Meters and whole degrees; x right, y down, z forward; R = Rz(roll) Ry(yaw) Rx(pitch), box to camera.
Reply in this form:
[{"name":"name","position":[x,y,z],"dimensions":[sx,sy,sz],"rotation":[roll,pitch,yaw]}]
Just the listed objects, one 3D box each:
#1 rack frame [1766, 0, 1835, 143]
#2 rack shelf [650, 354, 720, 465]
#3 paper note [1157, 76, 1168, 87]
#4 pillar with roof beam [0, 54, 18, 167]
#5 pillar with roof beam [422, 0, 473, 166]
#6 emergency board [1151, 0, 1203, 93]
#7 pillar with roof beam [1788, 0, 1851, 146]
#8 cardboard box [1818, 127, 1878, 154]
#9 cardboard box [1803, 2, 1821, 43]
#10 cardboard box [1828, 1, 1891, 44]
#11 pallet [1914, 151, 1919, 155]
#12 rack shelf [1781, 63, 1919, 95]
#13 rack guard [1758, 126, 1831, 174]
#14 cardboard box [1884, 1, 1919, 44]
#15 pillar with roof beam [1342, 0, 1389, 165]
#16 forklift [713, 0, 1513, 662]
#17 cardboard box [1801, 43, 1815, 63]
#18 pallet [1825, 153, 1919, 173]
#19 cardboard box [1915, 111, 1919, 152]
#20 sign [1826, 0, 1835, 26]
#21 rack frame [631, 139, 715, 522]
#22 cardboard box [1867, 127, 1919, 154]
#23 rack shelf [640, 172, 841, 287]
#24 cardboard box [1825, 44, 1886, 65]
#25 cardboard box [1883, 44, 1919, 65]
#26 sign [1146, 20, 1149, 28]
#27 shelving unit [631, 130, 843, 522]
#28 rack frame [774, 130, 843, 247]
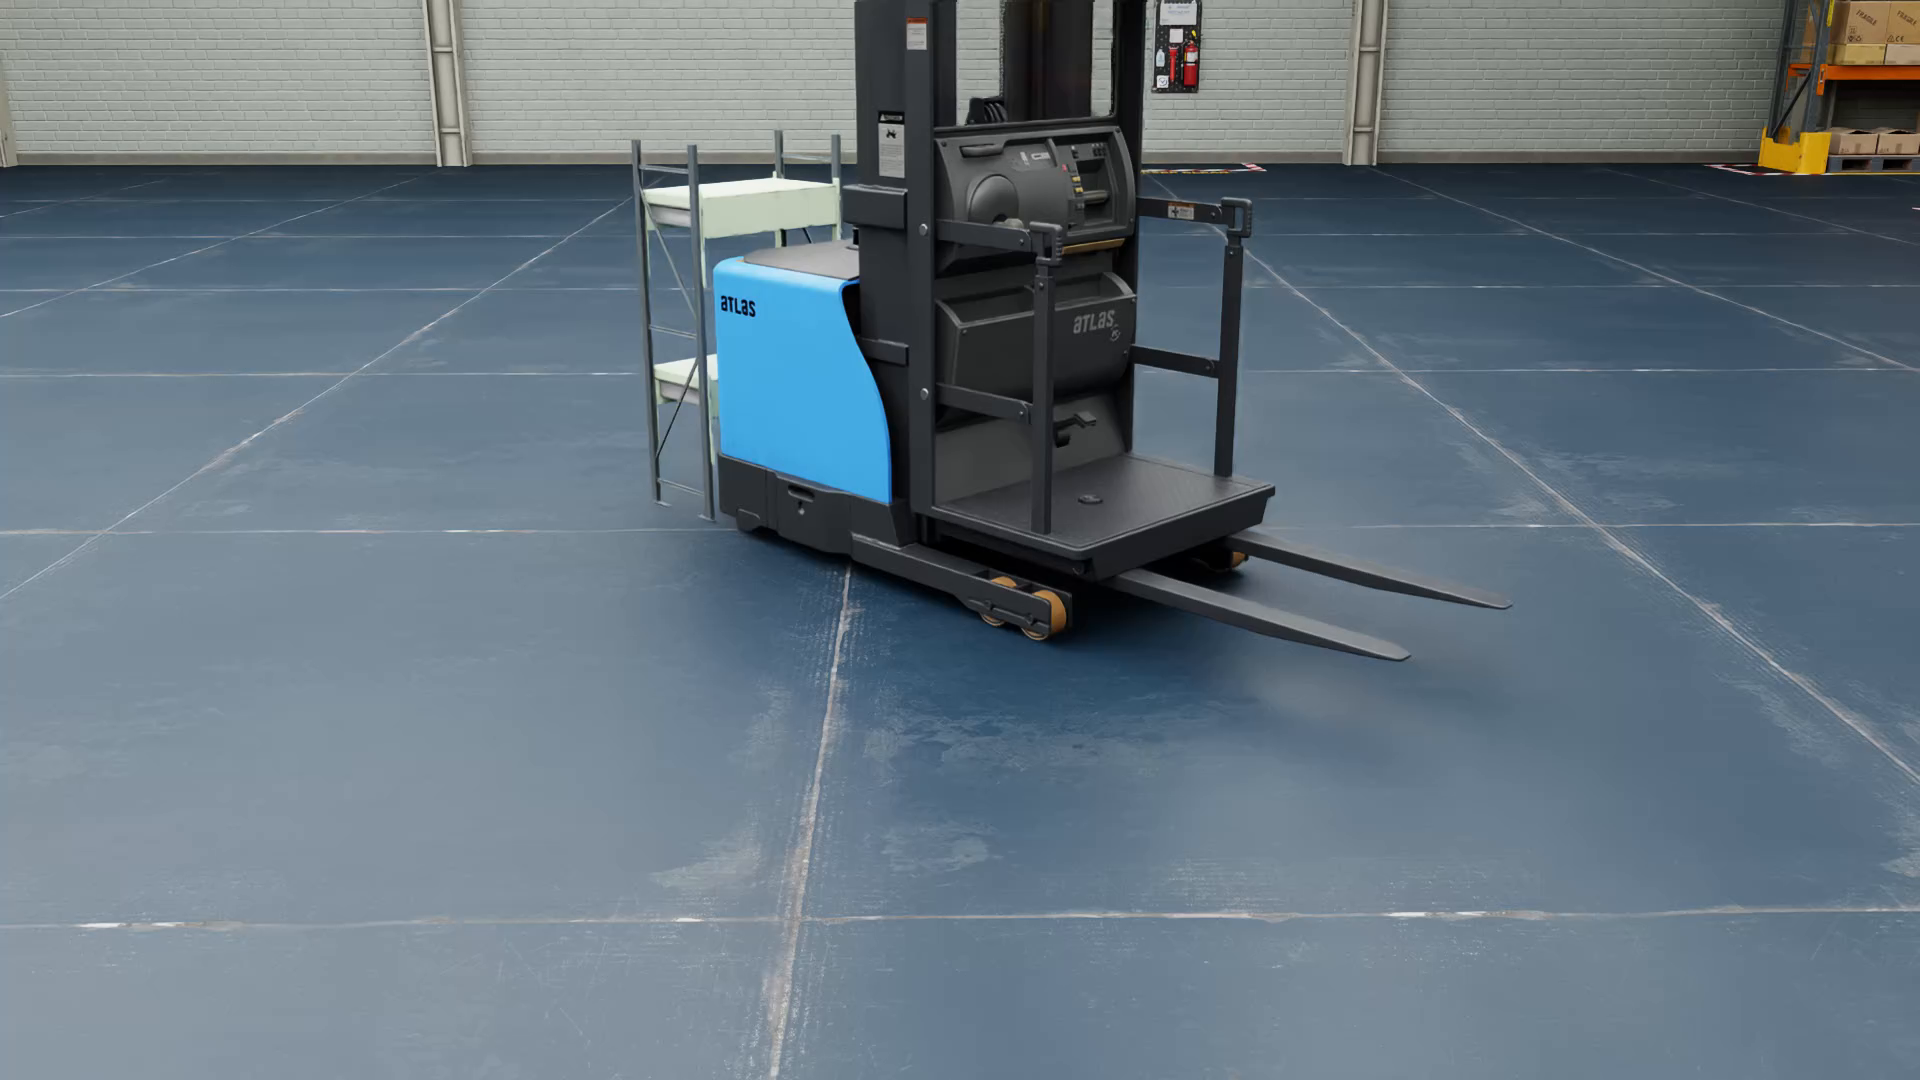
[{"name":"rack frame","position":[10.635,-6.206,20.982],"dimensions":[0.127,3.000,1.000],"rotation":[0,18,-1]},{"name":"rack shelf","position":[-0.897,-0.602,7.036],"dimensions":[0.431,0.370,0.720],"rotation":[17,24,42]},{"name":"paper note","position":[2.672,-6.045,21.922],"dimensions":[0.142,0.148,0.016],"rotation":[0,18,-1]},{"name":"pillar with roof beam","position":[-12.608,-7.899,16.440],"dimensions":[0.400,9.000,9.100],"rotation":[0,18,-1]},{"name":"pillar with roof beam","position":[-6.609,-7.928,16.530],"dimensions":[0.400,9.000,9.100],"rotation":[0,18,-1]},{"name":"emergency board","position":[2.850,-6.444,21.725],"dimensions":[0.643,1.169,0.194],"rotation":[0,18,-1]},{"name":"pillar with roof beam","position":[11.389,-8.015,16.801],"dimensions":[0.400,9.000,9.100],"rotation":[0,18,-1]},{"name":"cardboard box","position":[11.328,-5.111,21.250],"dimensions":[0.500,0.311,0.500],"rotation":[-2,18,-7]},{"name":"cardboard box","position":[11.103,-6.568,21.096],"dimensions":[0.500,0.500,0.500],"rotation":[0,18,-1]},{"name":"cardboard box","position":[11.117,-6.411,20.608],"dimensions":[0.500,0.500,0.500],"rotation":[0,18,-1]},{"name":"pallet","position":[12.741,-4.876,21.403],"dimensions":[1.213,0.211,1.003],"rotation":[0,18,-1]},{"name":"rack shelf","position":[12.635,-5.873,21.122],"dimensions":[4.000,0.370,1.077],"rotation":[0,18,-1]},{"name":"rack guard","position":[10.711,-5.016,21.365],"dimensions":[0.348,0.500,1.175],"rotation":[0,18,-1]},{"name":"cardboard box","position":[11.611,-6.411,20.606],"dimensions":[0.500,0.500,0.500],"rotation":[0,18,-1]},{"name":"pillar with roof beam","position":[5.390,-7.986,16.710],"dimensions":[0.400,9.000,9.100],"rotation":[0,18,-1]},{"name":"forklift","position":[0.428,-1.240,5.614],"dimensions":[1.130,2.935,3.031],"rotation":[-17,24,-42]},{"name":"cardboard box","position":[11.099,-6.205,21.193],"dimensions":[0.500,0.250,0.500],"rotation":[0,18,0]},{"name":"pallet","position":[11.524,-4.871,21.387],"dimensions":[1.213,0.211,1.003],"rotation":[0,18,-1]},{"name":"cardboard box","position":[12.632,-5.192,21.193],"dimensions":[0.500,0.500,0.700],"rotation":[-1,18,-4]},{"name":"sign","position":[10.644,-6.452,20.333],"dimensions":[0.005,0.325,0.100],"rotation":[0,18,-1]},{"name":"rack frame","position":[-1.152,-0.832,6.687],"dimensions":[0.400,1.500,0.023],"rotation":[17,24,42]},{"name":"cardboard box","position":[11.898,-5.113,21.258],"dimensions":[0.500,0.311,0.500],"rotation":[1,18,4]},{"name":"rack shelf","position":[-0.897,-1.284,6.817],"dimensions":[0.431,0.370,0.720],"rotation":[17,24,42]},{"name":"cardboard box","position":[11.128,-6.049,20.707],"dimensions":[0.500,0.250,0.500],"rotation":[-1,18,-2]},{"name":"cardboard box","position":[11.647,-6.056,20.728],"dimensions":[0.500,0.250,0.500],"rotation":[-1,18,-3]},{"name":"sign","position":[2.301,-6.739,21.720],"dimensions":[0.331,0.109,0.001],"rotation":[0,18,-1]},{"name":"shelving unit","position":[-0.897,-0.912,6.936],"dimensions":[0.431,1.500,0.755],"rotation":[17,24,42]},{"name":"rack frame","position":[-0.642,-0.992,7.186],"dimensions":[0.400,1.500,0.023],"rotation":[17,24,42]}]
